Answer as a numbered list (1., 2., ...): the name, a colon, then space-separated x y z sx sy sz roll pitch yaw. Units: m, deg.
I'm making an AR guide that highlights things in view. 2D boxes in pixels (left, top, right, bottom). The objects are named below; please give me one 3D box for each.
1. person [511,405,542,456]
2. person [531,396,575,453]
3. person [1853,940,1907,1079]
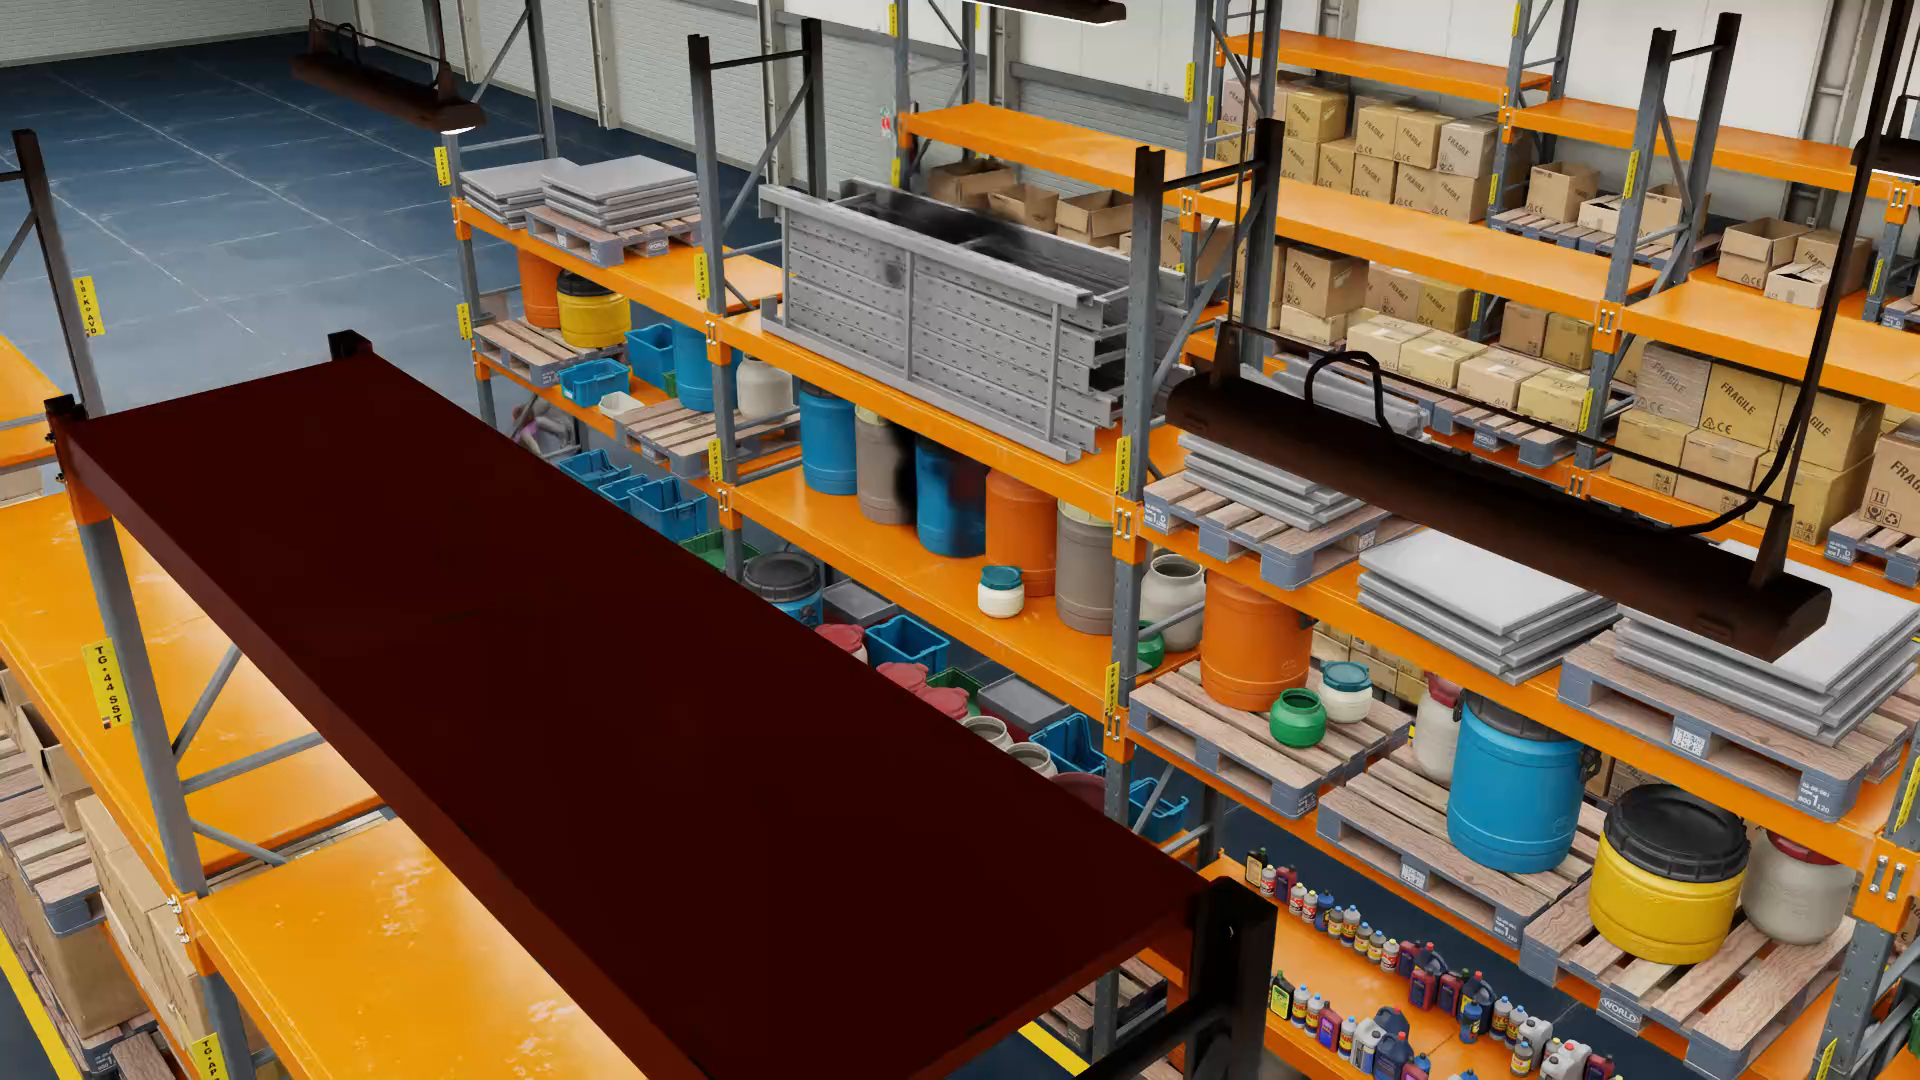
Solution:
1. person: -4.395 -0.683 17.171 0.849 1.564 0.605 -8 28 -16
2. person: -4.757 -1.735 19.146 0.739 1.655 0.603 -4 27 -8
3. person: 5.811 2.902 9.932 0.672 1.842 0.925 -22 34 -37
